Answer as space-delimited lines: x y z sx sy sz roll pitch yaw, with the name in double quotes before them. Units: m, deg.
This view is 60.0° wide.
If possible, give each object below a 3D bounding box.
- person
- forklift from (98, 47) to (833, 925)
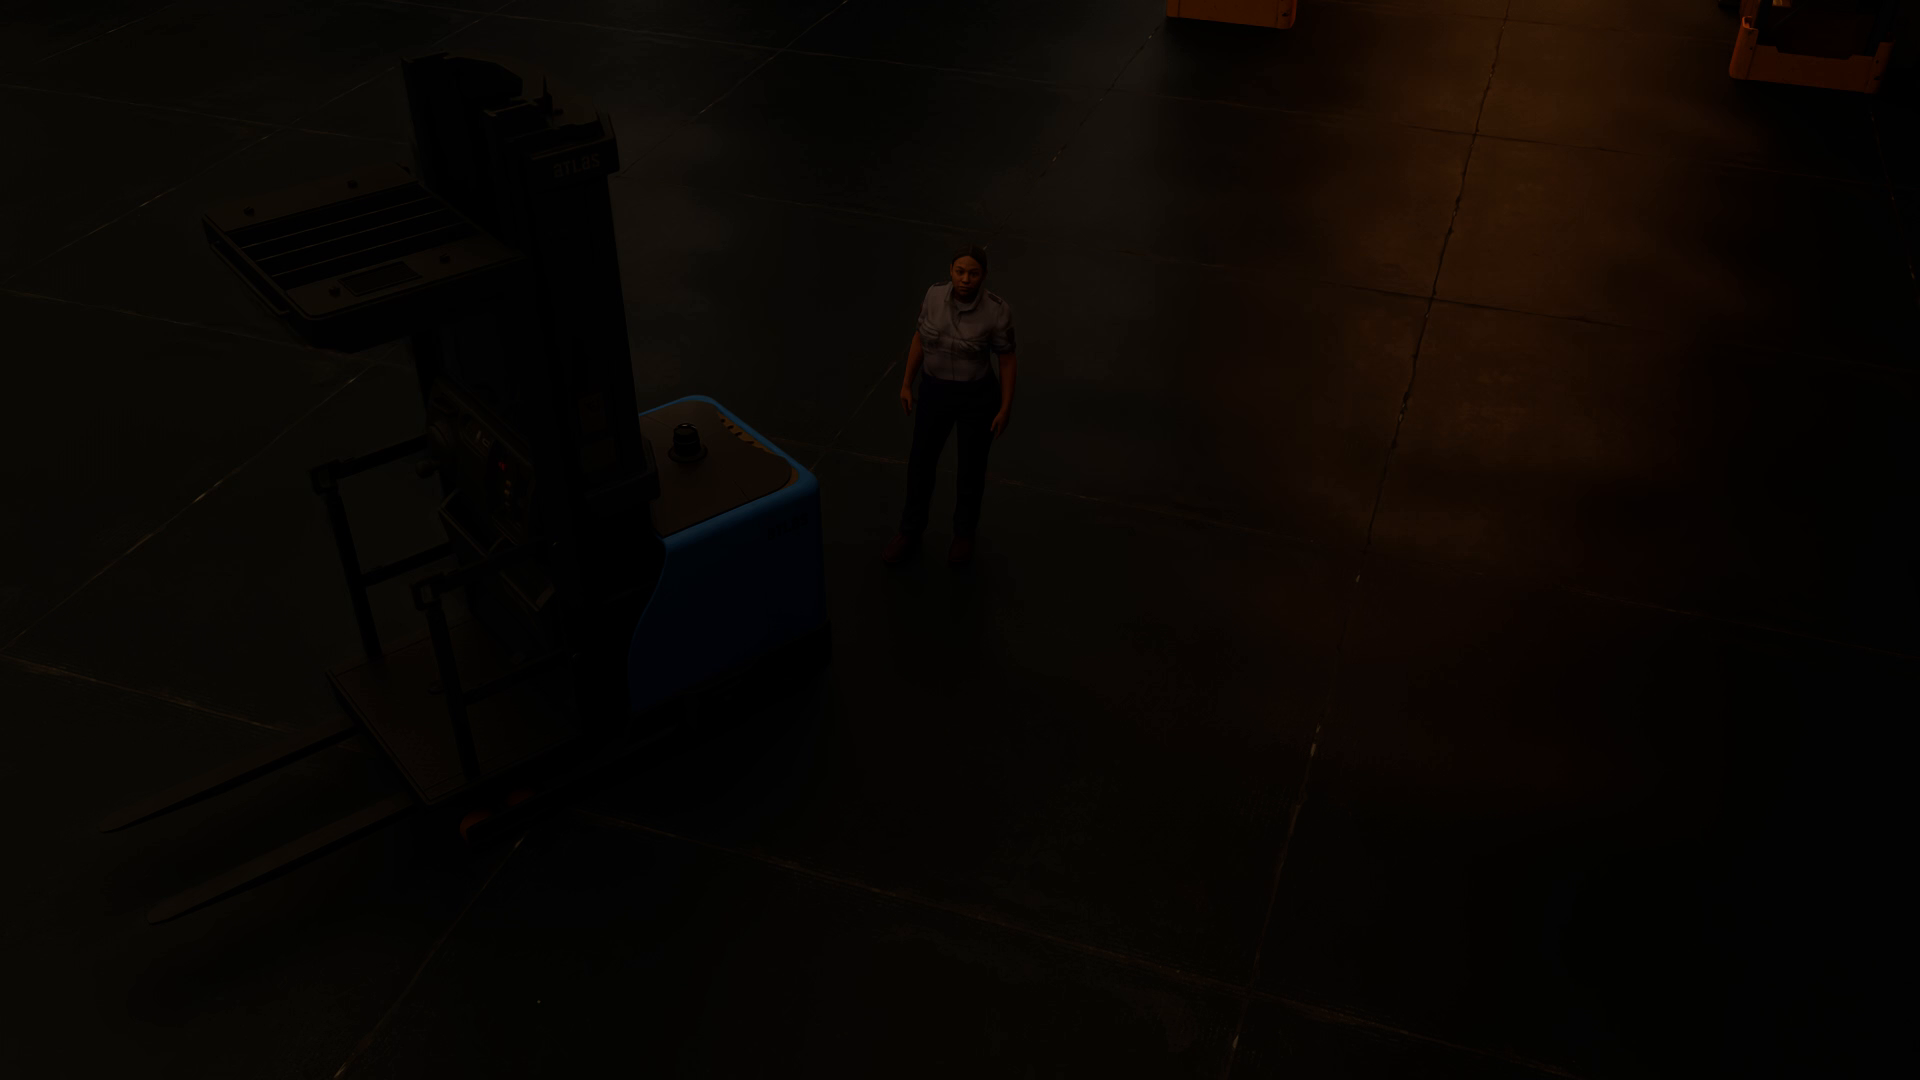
"person" -0.052 -0.634 8.101 0.598 1.651 0.502 12 37 16
"forklift" -2.061 -0.271 6.493 3.031 2.935 1.130 -25 42 -31
